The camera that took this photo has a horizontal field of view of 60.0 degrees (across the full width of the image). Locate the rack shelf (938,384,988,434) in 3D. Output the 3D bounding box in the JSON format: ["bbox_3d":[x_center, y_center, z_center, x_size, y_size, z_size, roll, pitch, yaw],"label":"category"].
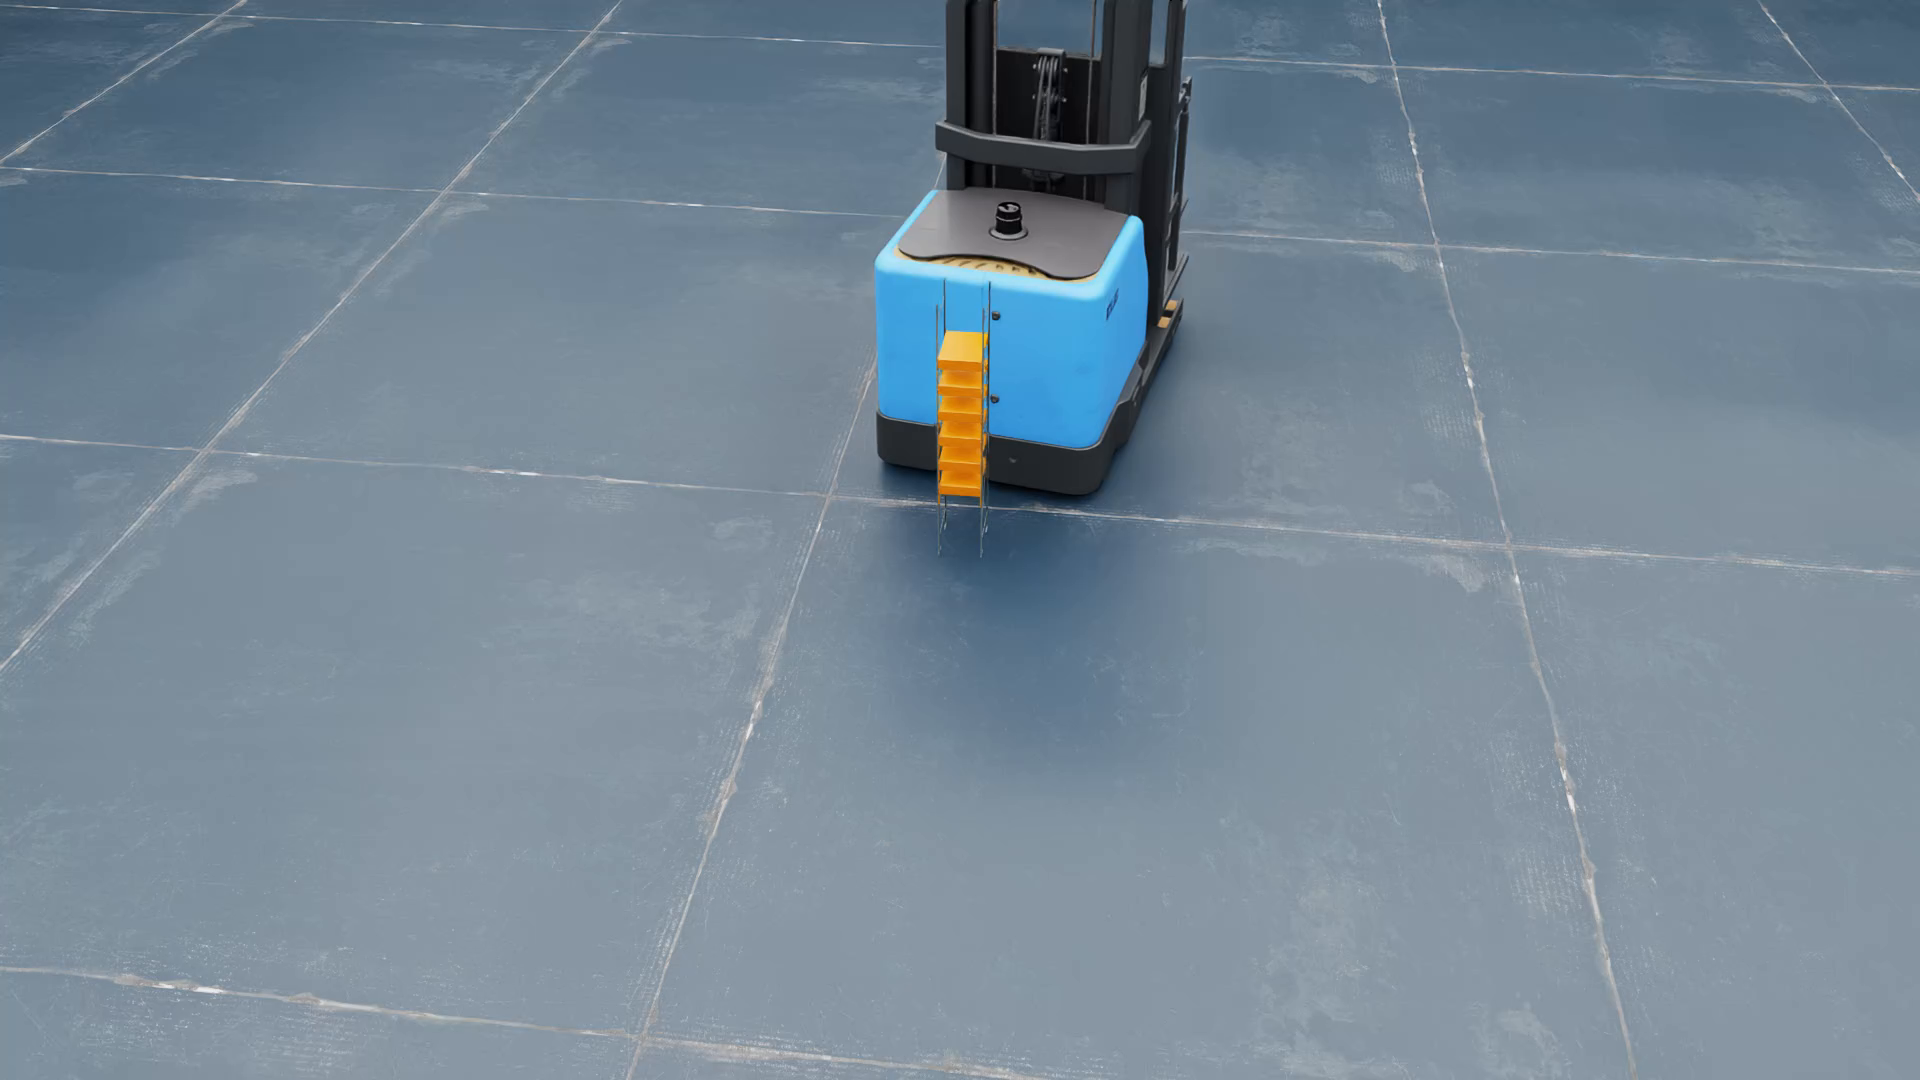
[{"bbox_3d":[0.014,-0.549,6.856,0.180,0.103,0.258,4,36,6],"label":"rack shelf"}]

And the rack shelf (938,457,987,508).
[{"bbox_3d":[0.014,-0.256,7.065,0.180,0.103,0.258,4,36,6],"label":"rack shelf"}]

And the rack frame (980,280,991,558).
[{"bbox_3d":[0.105,-0.481,6.890,0.006,1.200,0.240,4,36,6],"label":"rack frame"}]

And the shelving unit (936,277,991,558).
[{"bbox_3d":[0.014,-0.487,6.900,0.189,1.200,0.258,4,36,6],"label":"shelving unit"}]

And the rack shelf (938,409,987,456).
[{"bbox_3d":[0.014,-0.451,6.926,0.180,0.103,0.258,4,36,6],"label":"rack shelf"}]

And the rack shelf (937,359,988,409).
[{"bbox_3d":[0.014,-0.646,6.786,0.180,0.103,0.258,4,36,6],"label":"rack shelf"}]

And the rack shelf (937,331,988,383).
[{"bbox_3d":[0.014,-0.744,6.717,0.180,0.103,0.258,4,36,6],"label":"rack shelf"}]

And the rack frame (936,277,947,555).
[{"bbox_3d":[-0.076,-0.494,6.909,0.006,1.200,0.240,4,36,6],"label":"rack frame"}]

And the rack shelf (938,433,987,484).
[{"bbox_3d":[0.014,-0.353,6.995,0.180,0.103,0.258,4,36,6],"label":"rack shelf"}]

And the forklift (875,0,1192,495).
[{"bbox_3d":[0.547,-2.248,7.877,1.130,2.935,3.031,10,37,14],"label":"forklift"}]
